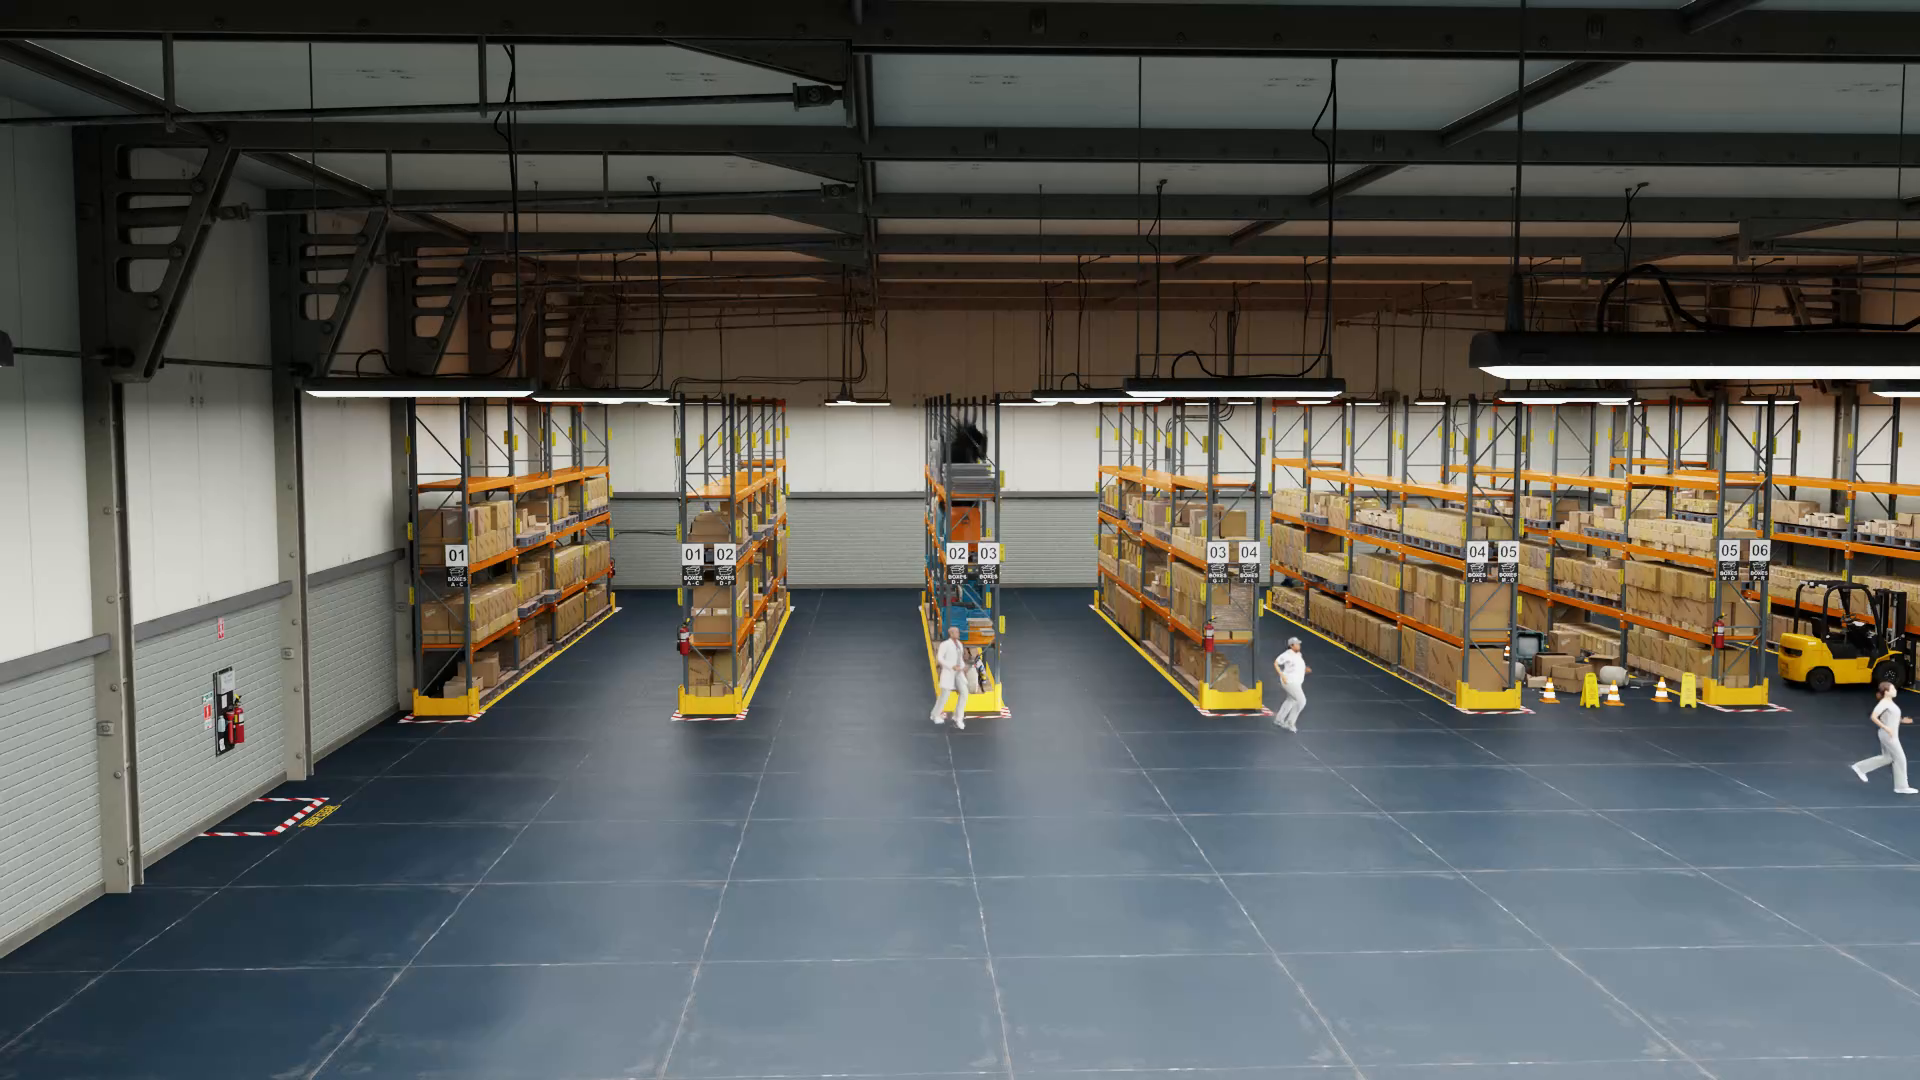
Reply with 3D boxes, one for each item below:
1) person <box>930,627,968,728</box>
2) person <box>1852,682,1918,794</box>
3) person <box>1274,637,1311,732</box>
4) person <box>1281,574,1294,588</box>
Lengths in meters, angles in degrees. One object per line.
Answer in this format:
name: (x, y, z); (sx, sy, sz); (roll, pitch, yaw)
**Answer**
person: (-0.099, 2.470, 30.120); (0.764, 1.790, 0.749); (-4, 6, -42)
person: (13.827, 2.930, 24.830); (0.895, 1.643, 0.576); (3, 6, 36)
person: (5.920, 2.567, 29.582); (0.678, 1.694, 0.586); (3, 6, 36)
person: (9.663, 1.079, 49.209); (1.011, 1.468, 0.606); (3, 5, 31)
